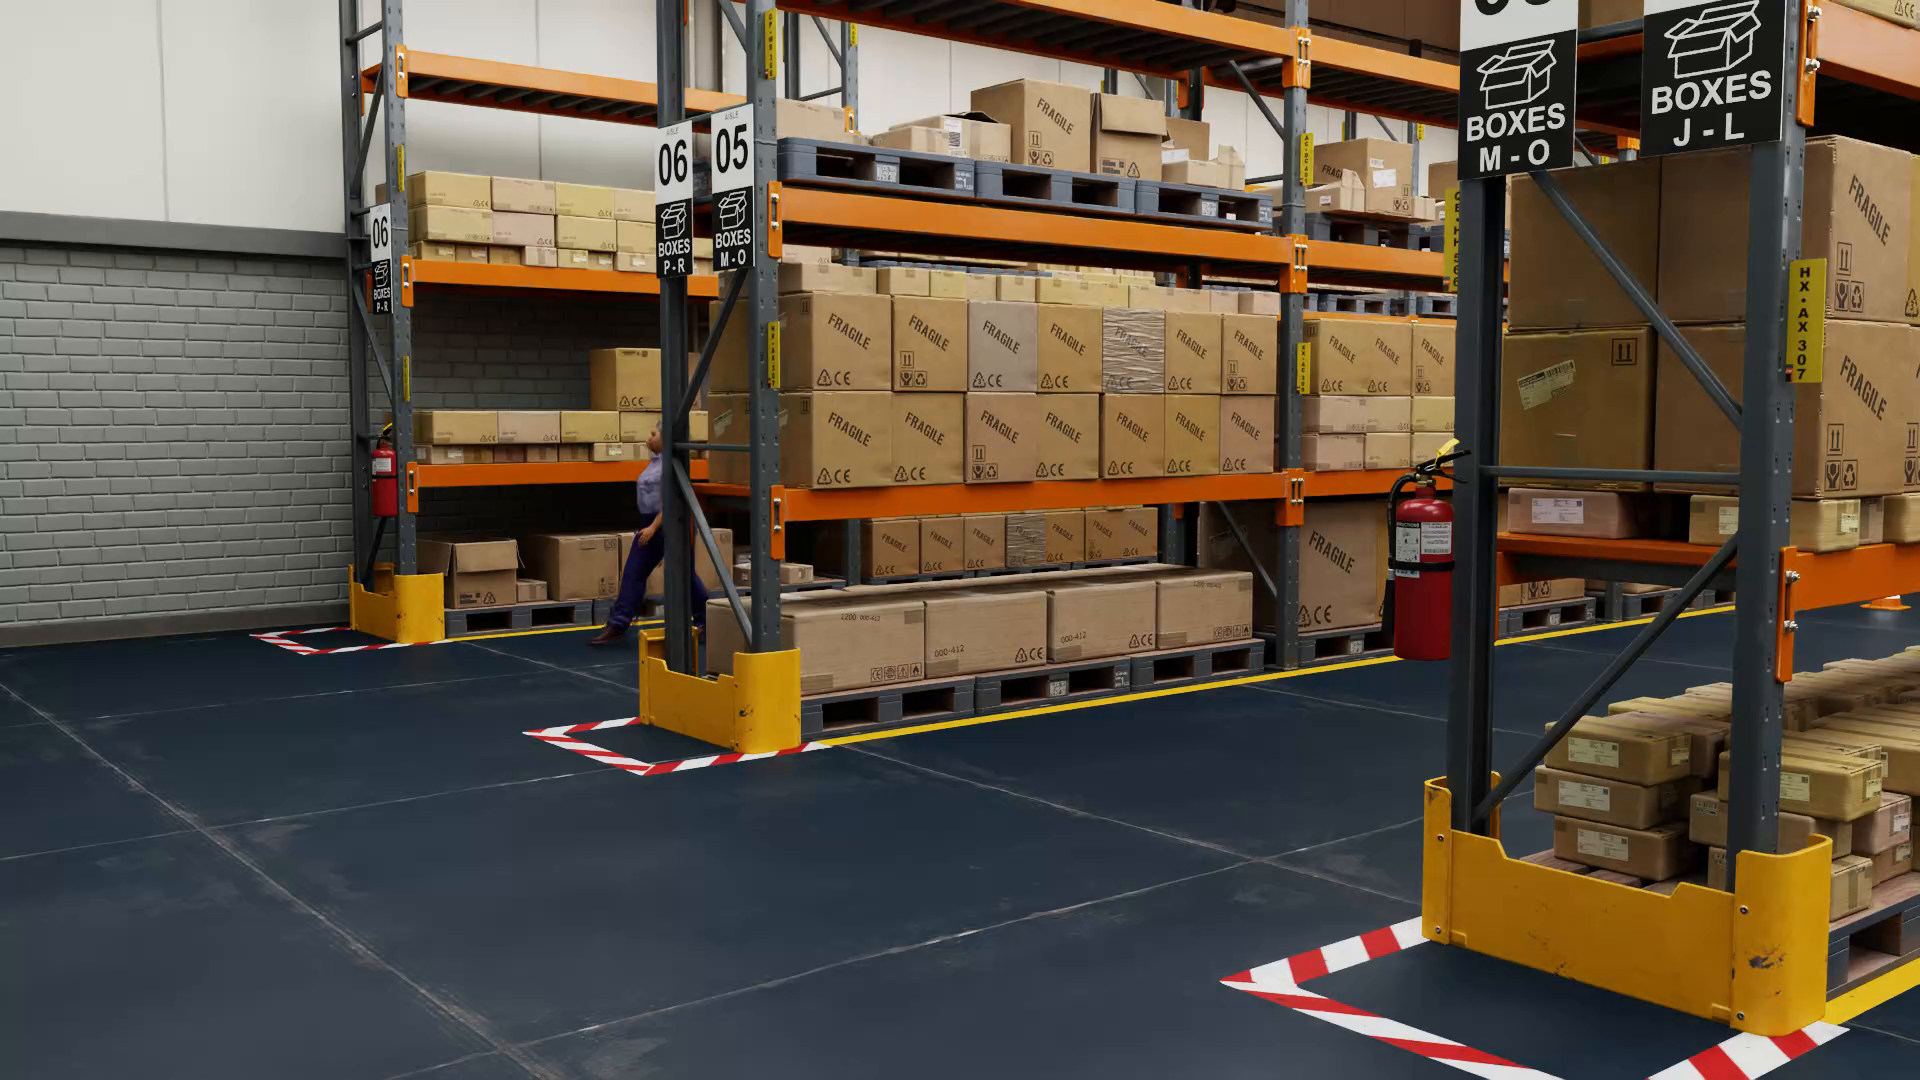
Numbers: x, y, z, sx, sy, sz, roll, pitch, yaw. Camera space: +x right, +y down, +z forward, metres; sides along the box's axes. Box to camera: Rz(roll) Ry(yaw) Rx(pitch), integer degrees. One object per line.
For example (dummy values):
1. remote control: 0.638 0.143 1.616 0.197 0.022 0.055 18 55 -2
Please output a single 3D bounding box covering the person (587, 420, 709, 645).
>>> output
1. person: -2.213 -0.061 12.018 0.930 1.612 0.484 -3 5 -35
